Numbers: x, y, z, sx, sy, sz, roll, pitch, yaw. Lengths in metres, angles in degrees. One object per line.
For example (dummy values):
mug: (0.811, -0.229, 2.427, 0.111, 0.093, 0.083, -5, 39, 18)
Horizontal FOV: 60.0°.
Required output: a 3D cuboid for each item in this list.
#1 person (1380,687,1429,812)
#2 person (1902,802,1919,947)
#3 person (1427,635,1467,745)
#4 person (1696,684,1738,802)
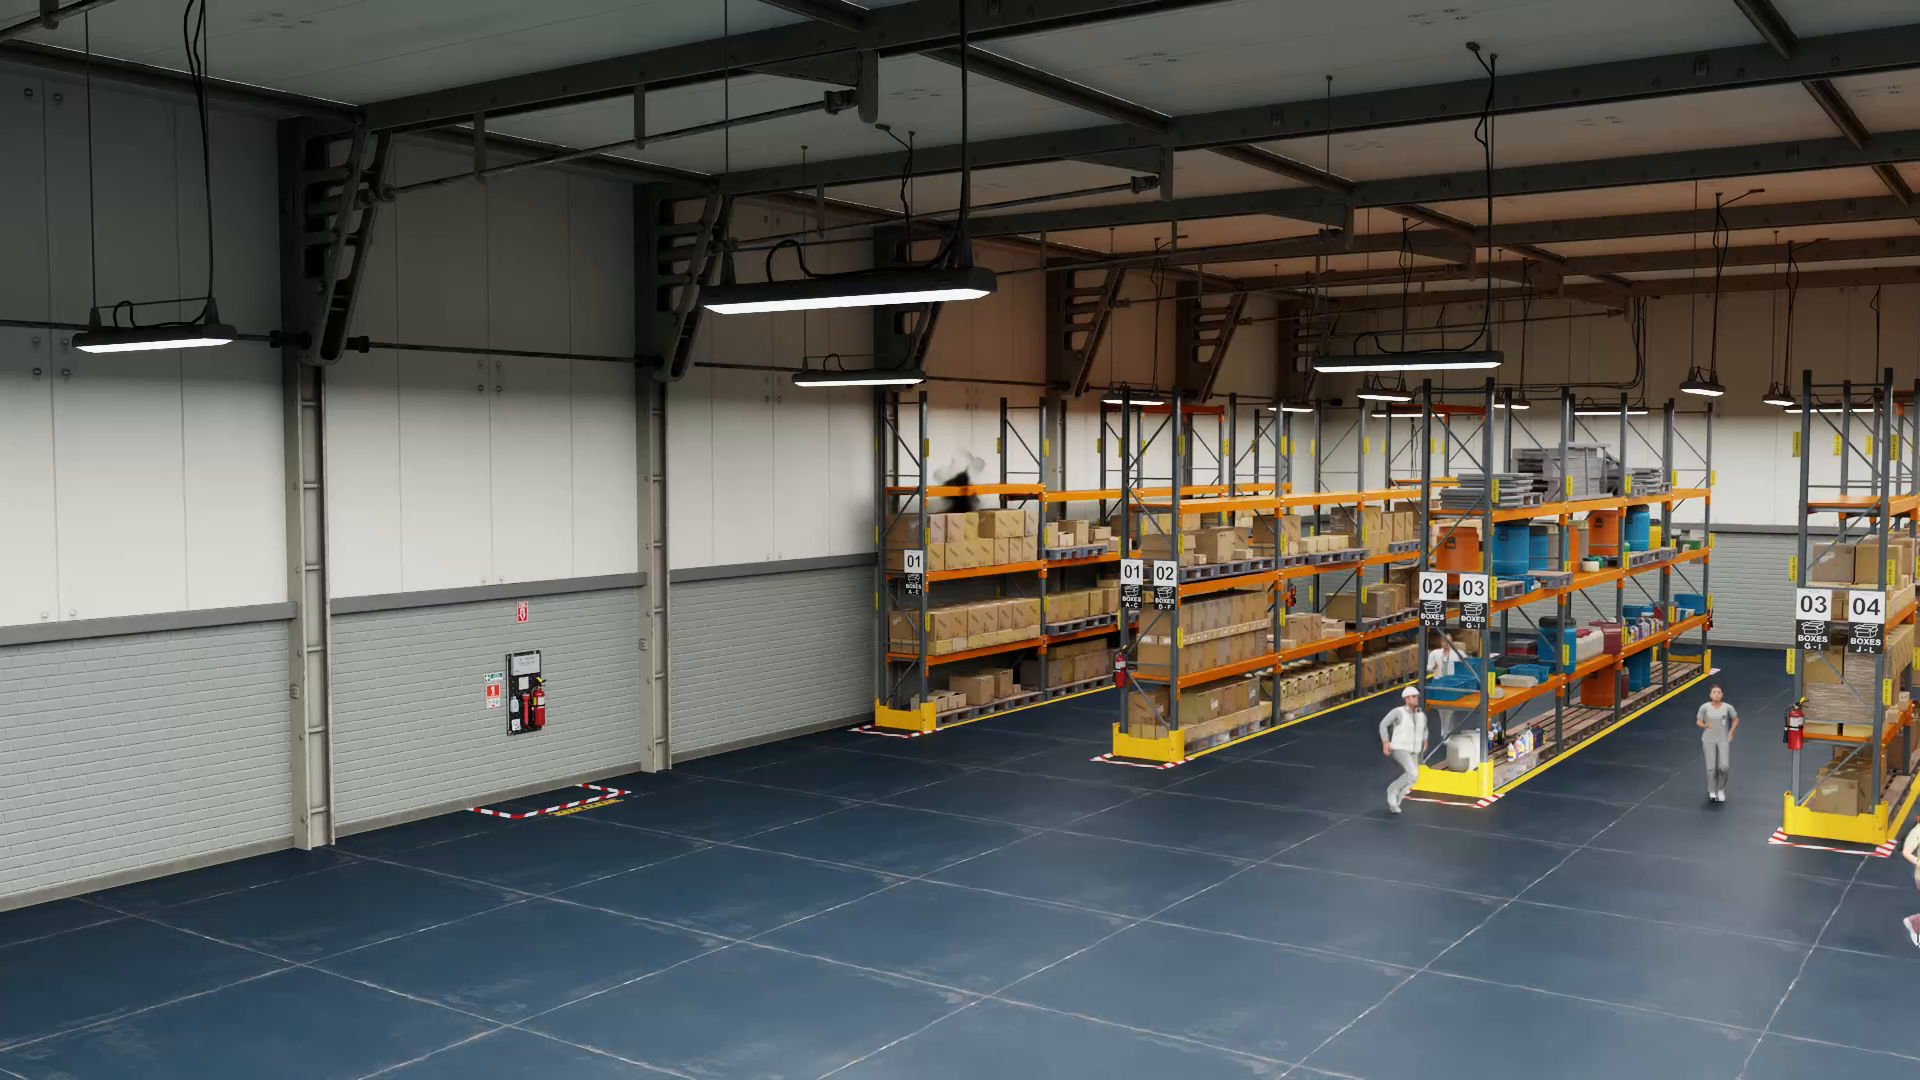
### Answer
person: (6.173, 2.879, 22.794, 0.664, 1.715, 0.584, -1, 3, -23)
person: (9.411, 3.290, 16.156, 0.578, 1.617, 0.579, -1, 3, -23)
person: (8.295, 2.526, 28.377, 0.685, 1.831, 0.832, 2, 4, 30)
person: (10.674, 2.874, 23.449, 0.548, 1.649, 0.616, 1, 3, 23)
